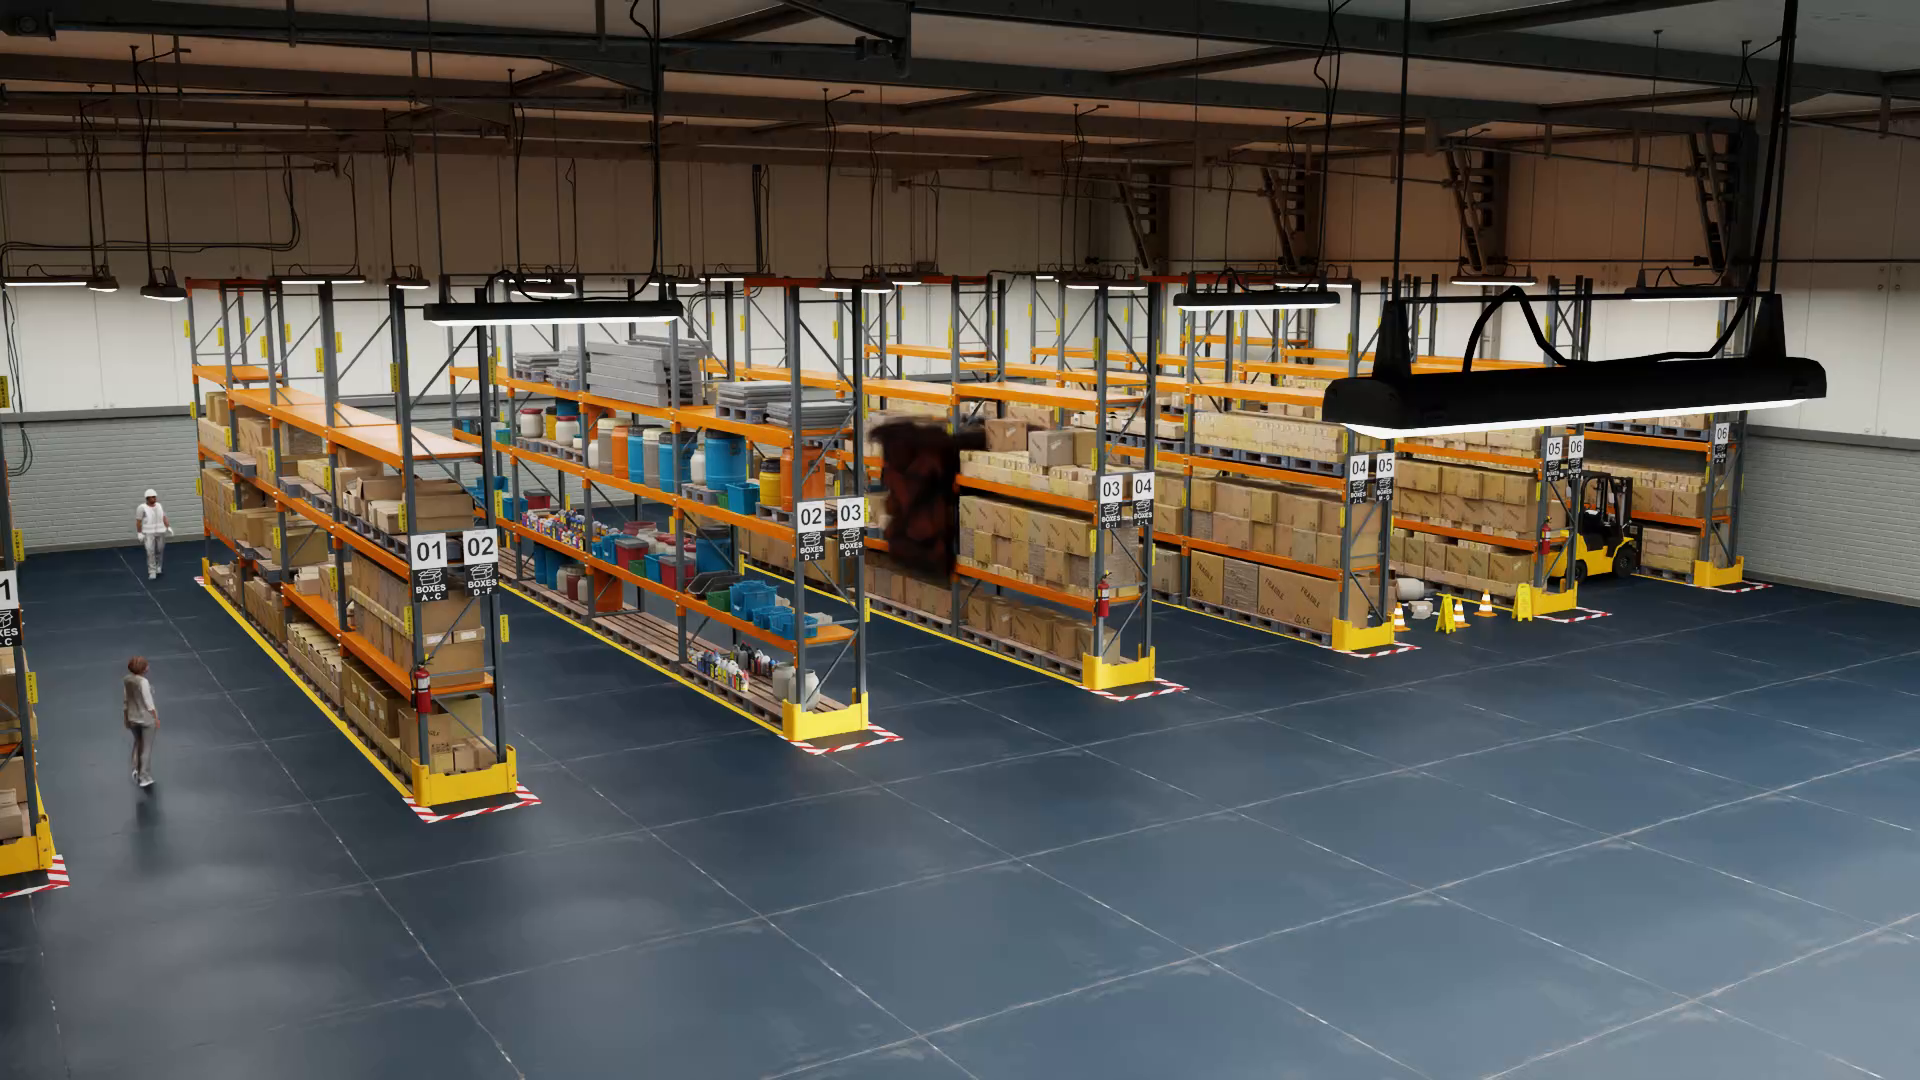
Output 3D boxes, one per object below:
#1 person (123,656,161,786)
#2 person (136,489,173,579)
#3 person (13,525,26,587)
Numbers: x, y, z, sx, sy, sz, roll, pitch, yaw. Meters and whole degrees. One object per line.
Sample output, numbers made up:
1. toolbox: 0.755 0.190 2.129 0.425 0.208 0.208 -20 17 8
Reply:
1. person: -9.918 2.202 20.149 0.440 1.565 0.400 0 10 2
2. person: -16.165 -0.141 33.408 0.640 1.743 0.935 -7 12 -35
3. person: -18.459 0.128 32.266 0.497 1.682 0.473 -4 10 -22
